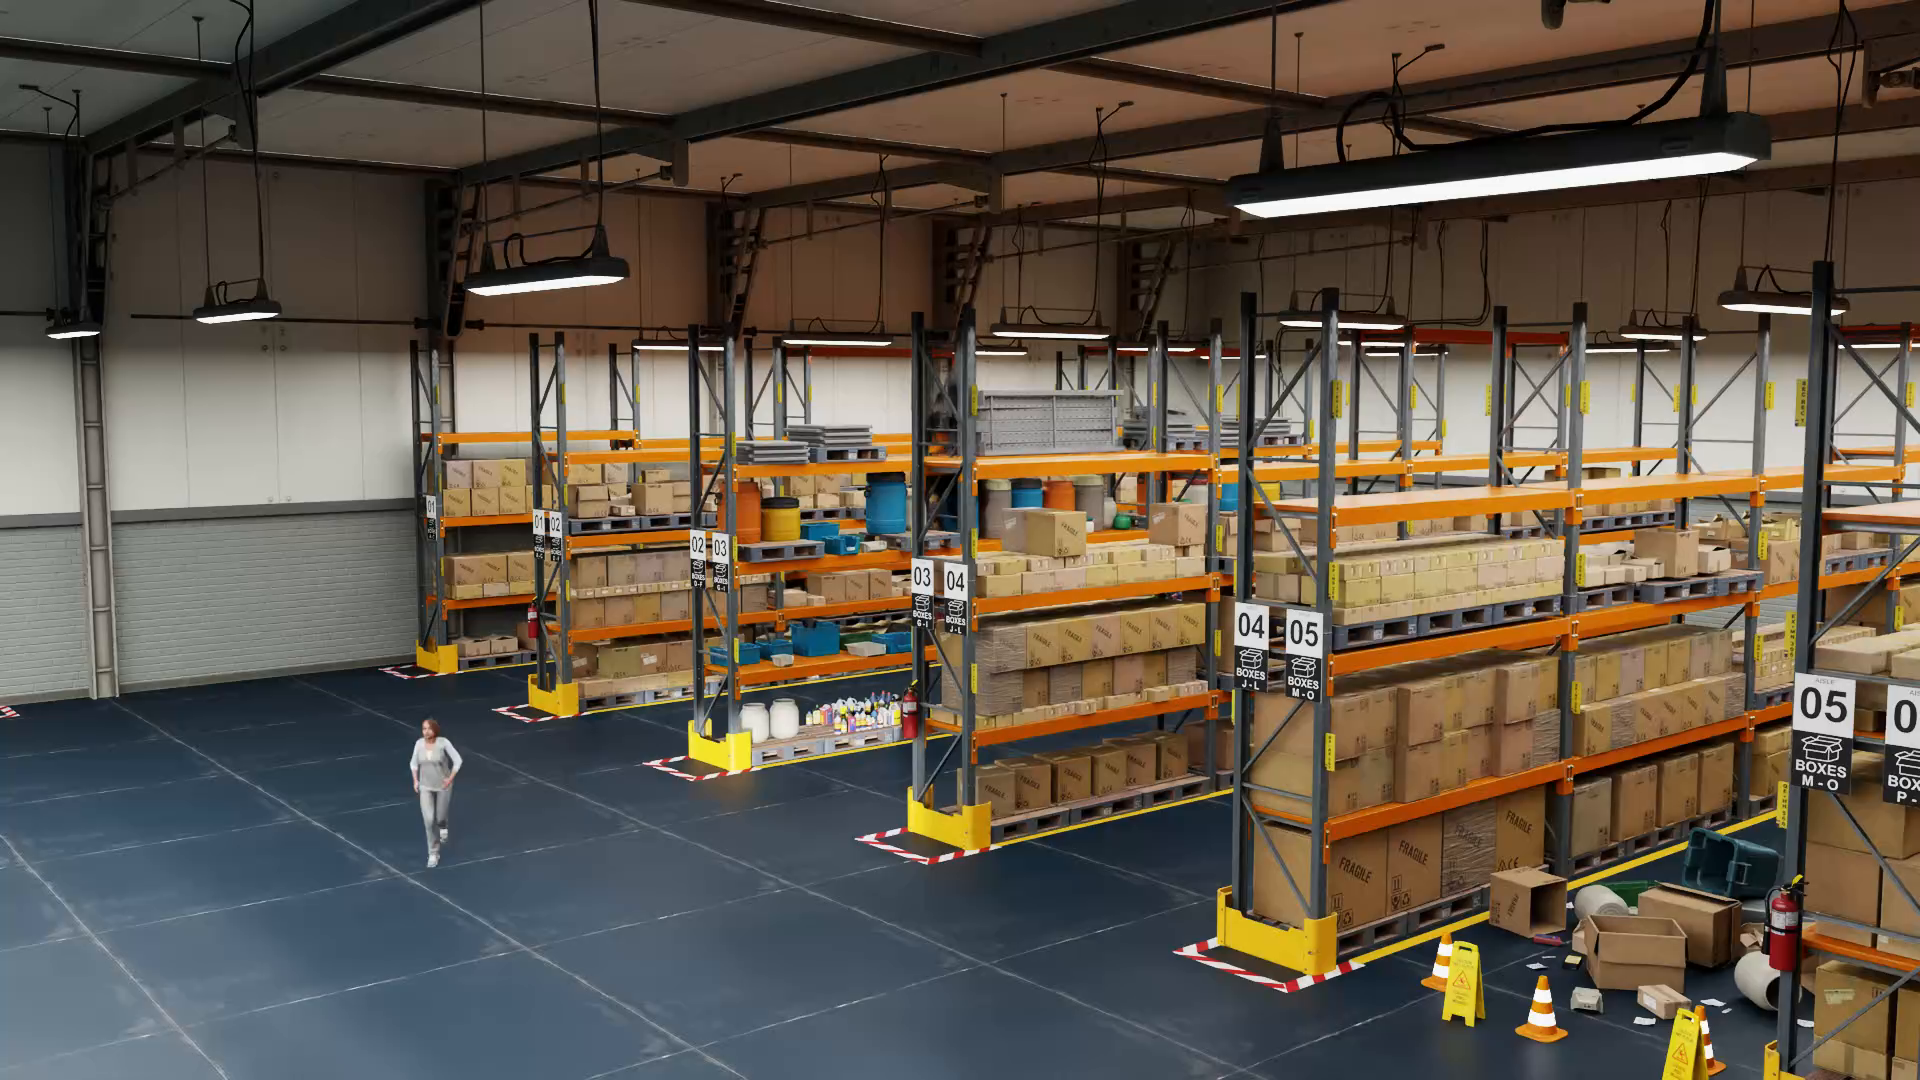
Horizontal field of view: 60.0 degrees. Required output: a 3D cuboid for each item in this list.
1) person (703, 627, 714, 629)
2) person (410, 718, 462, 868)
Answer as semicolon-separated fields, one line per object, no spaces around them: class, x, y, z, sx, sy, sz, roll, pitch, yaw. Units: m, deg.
person;-4.457;1.436;31.254;0.635;1.770;0.795;5;7;45
person;-5.704;2.713;18.148;0.555;1.602;0.659;0;5;-3
